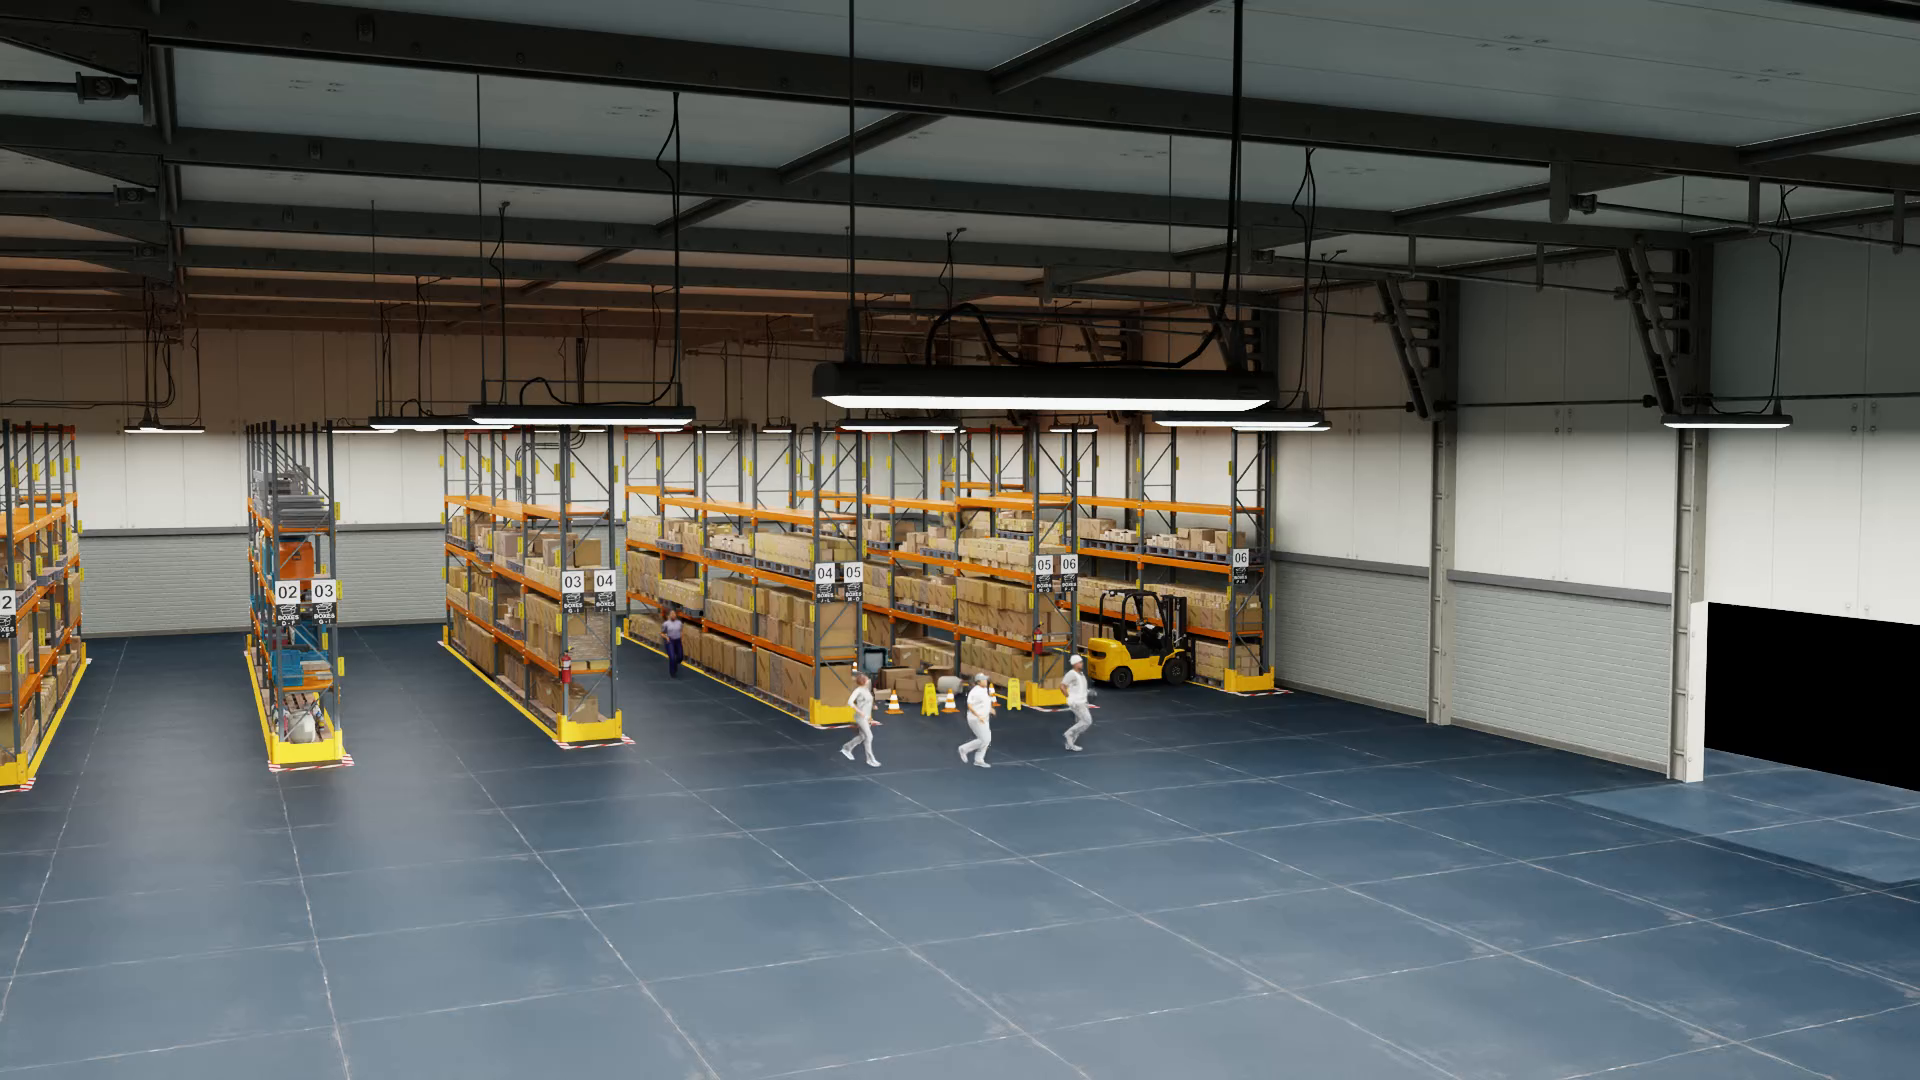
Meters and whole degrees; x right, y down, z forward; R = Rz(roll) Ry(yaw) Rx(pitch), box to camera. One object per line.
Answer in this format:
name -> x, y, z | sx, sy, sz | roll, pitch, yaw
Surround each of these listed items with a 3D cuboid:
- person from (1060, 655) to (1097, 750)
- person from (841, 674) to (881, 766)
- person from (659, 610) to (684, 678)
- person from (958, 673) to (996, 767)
person -> 2.180, 2.960, 30.196 | 0.597, 1.739, 0.679 | 1, 4, 18
person -> -1.726, 3.117, 28.909 | 0.753, 1.607, 0.545 | 1, 4, 14
person -> -6.824, 2.457, 39.492 | 0.605, 1.594, 0.579 | -2, 4, -29
person -> 0.310, 3.116, 28.838 | 0.596, 1.641, 0.600 | 1, 4, 16
